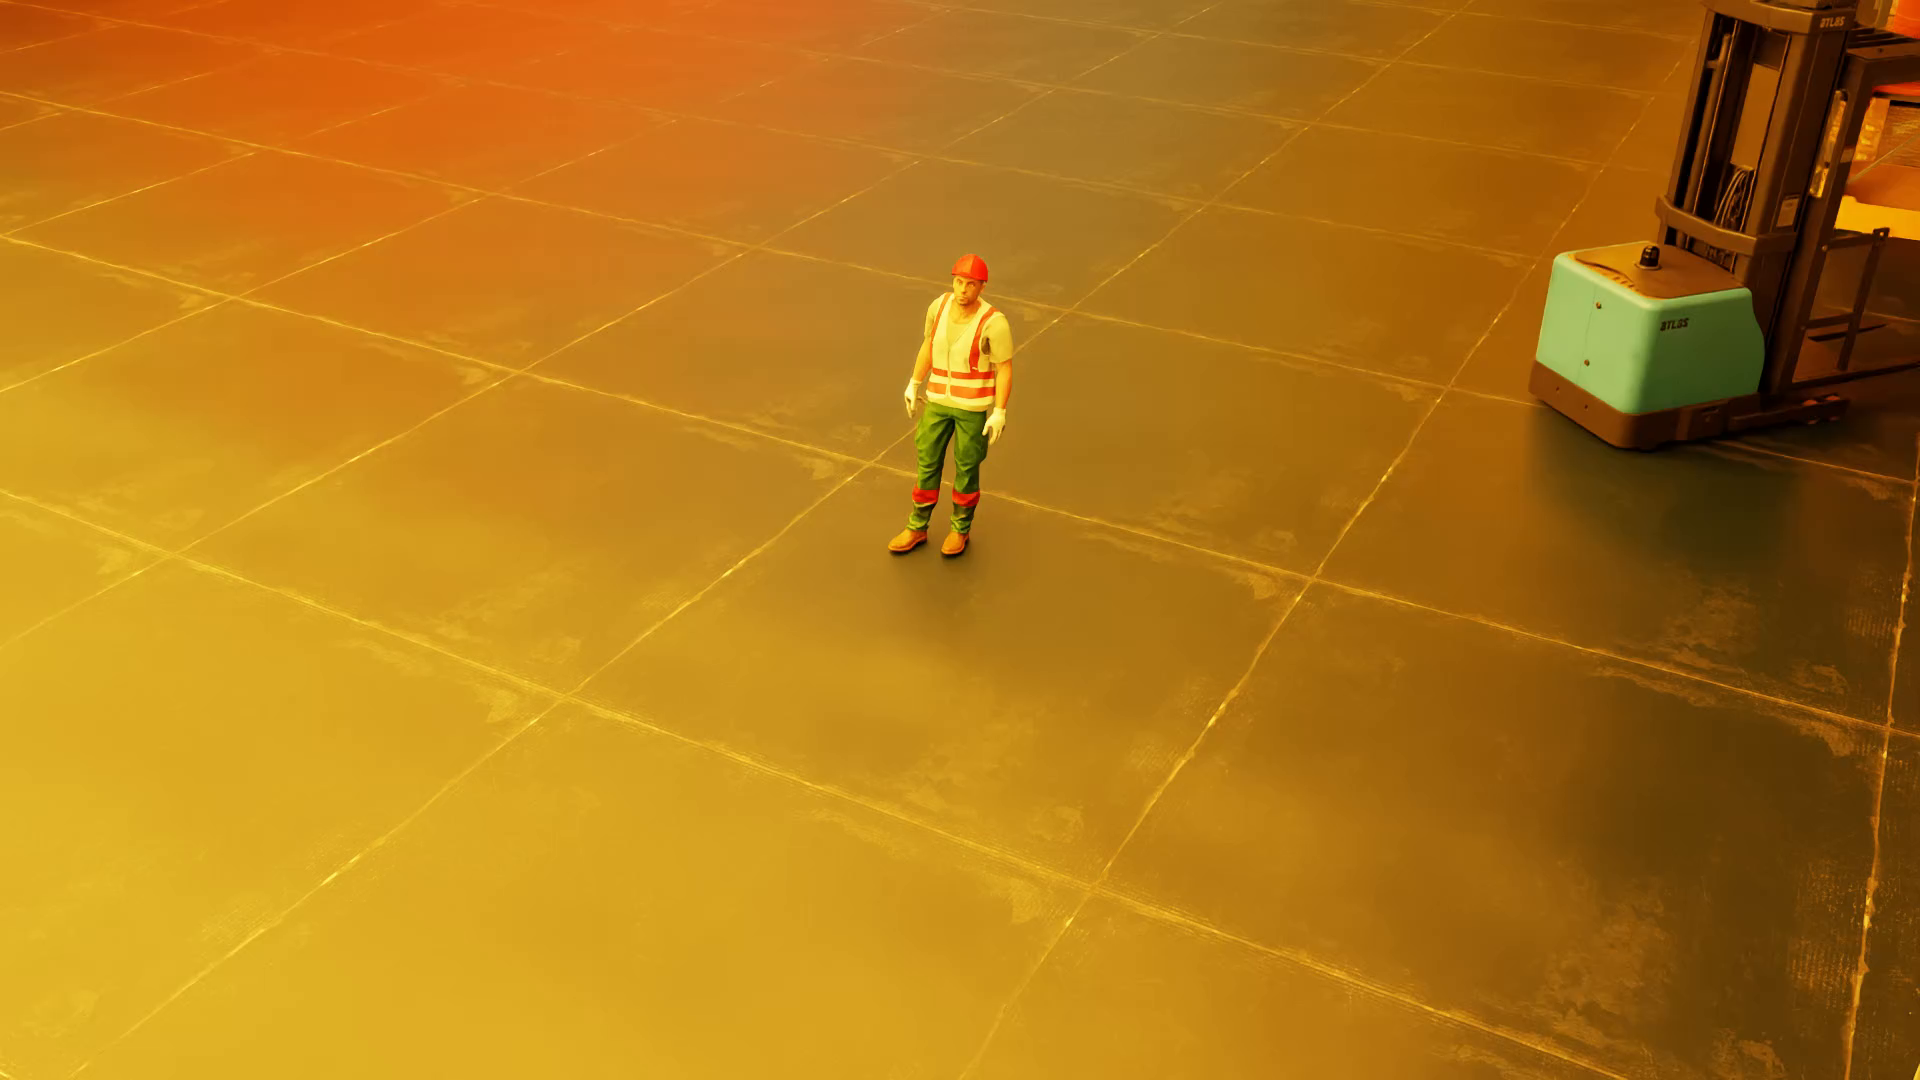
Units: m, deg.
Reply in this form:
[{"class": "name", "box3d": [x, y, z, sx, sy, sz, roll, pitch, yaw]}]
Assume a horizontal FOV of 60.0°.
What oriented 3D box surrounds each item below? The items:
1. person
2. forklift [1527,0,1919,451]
[{"class": "person", "box3d": [-0.051, -0.748, 9.495, 0.637, 1.787, 0.559, 15, 33, 25]}, {"class": "forklift", "box3d": [5.561, -2.298, 11.052, 3.031, 2.935, 1.130, -10, 32, -17]}]
